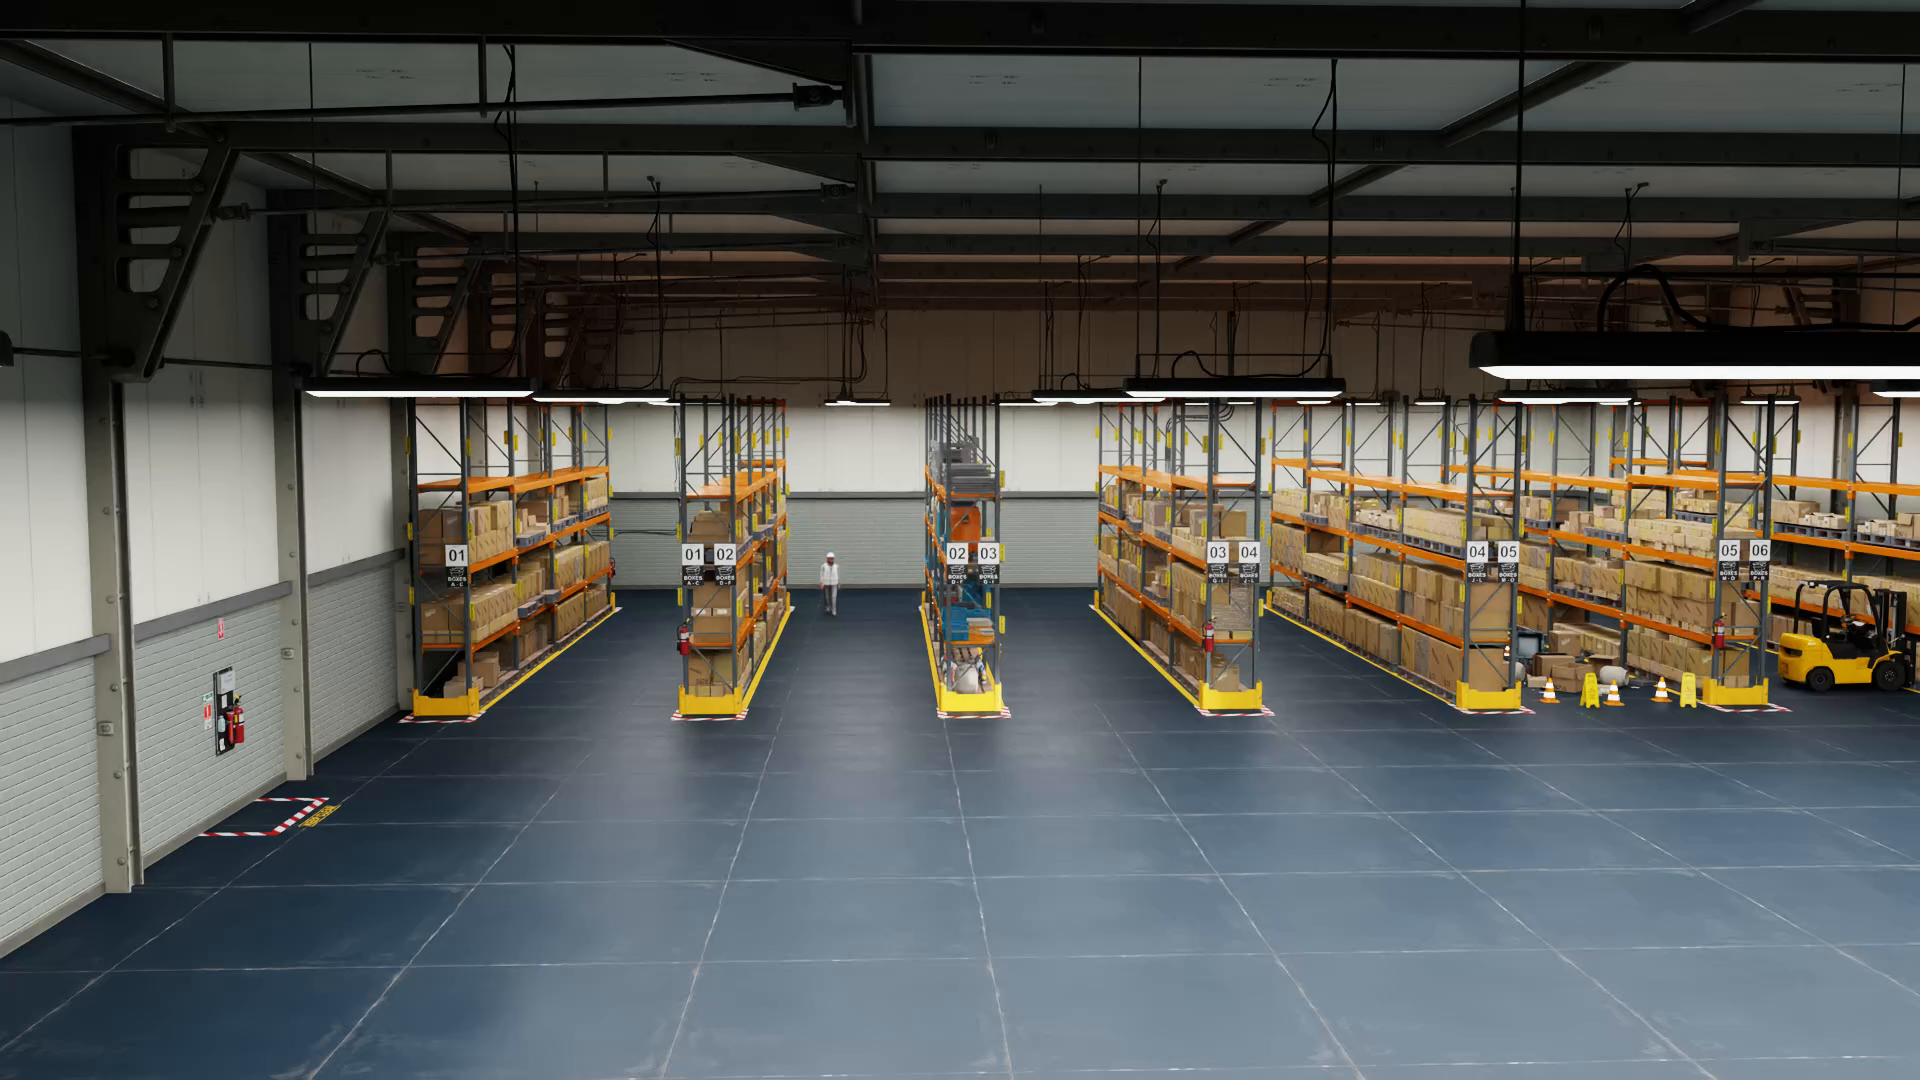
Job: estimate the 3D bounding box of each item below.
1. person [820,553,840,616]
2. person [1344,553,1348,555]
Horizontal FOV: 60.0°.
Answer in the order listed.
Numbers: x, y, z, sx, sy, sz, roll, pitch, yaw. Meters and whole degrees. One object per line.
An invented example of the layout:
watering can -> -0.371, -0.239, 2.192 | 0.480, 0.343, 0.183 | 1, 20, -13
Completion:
person -> -3.615, 1.212, 46.168 | 0.566, 1.721, 1.084 | 0, 5, -6
person -> 11.618, 0.925, 50.360 | 0.925, 1.613, 0.431 | -2, 5, -27
